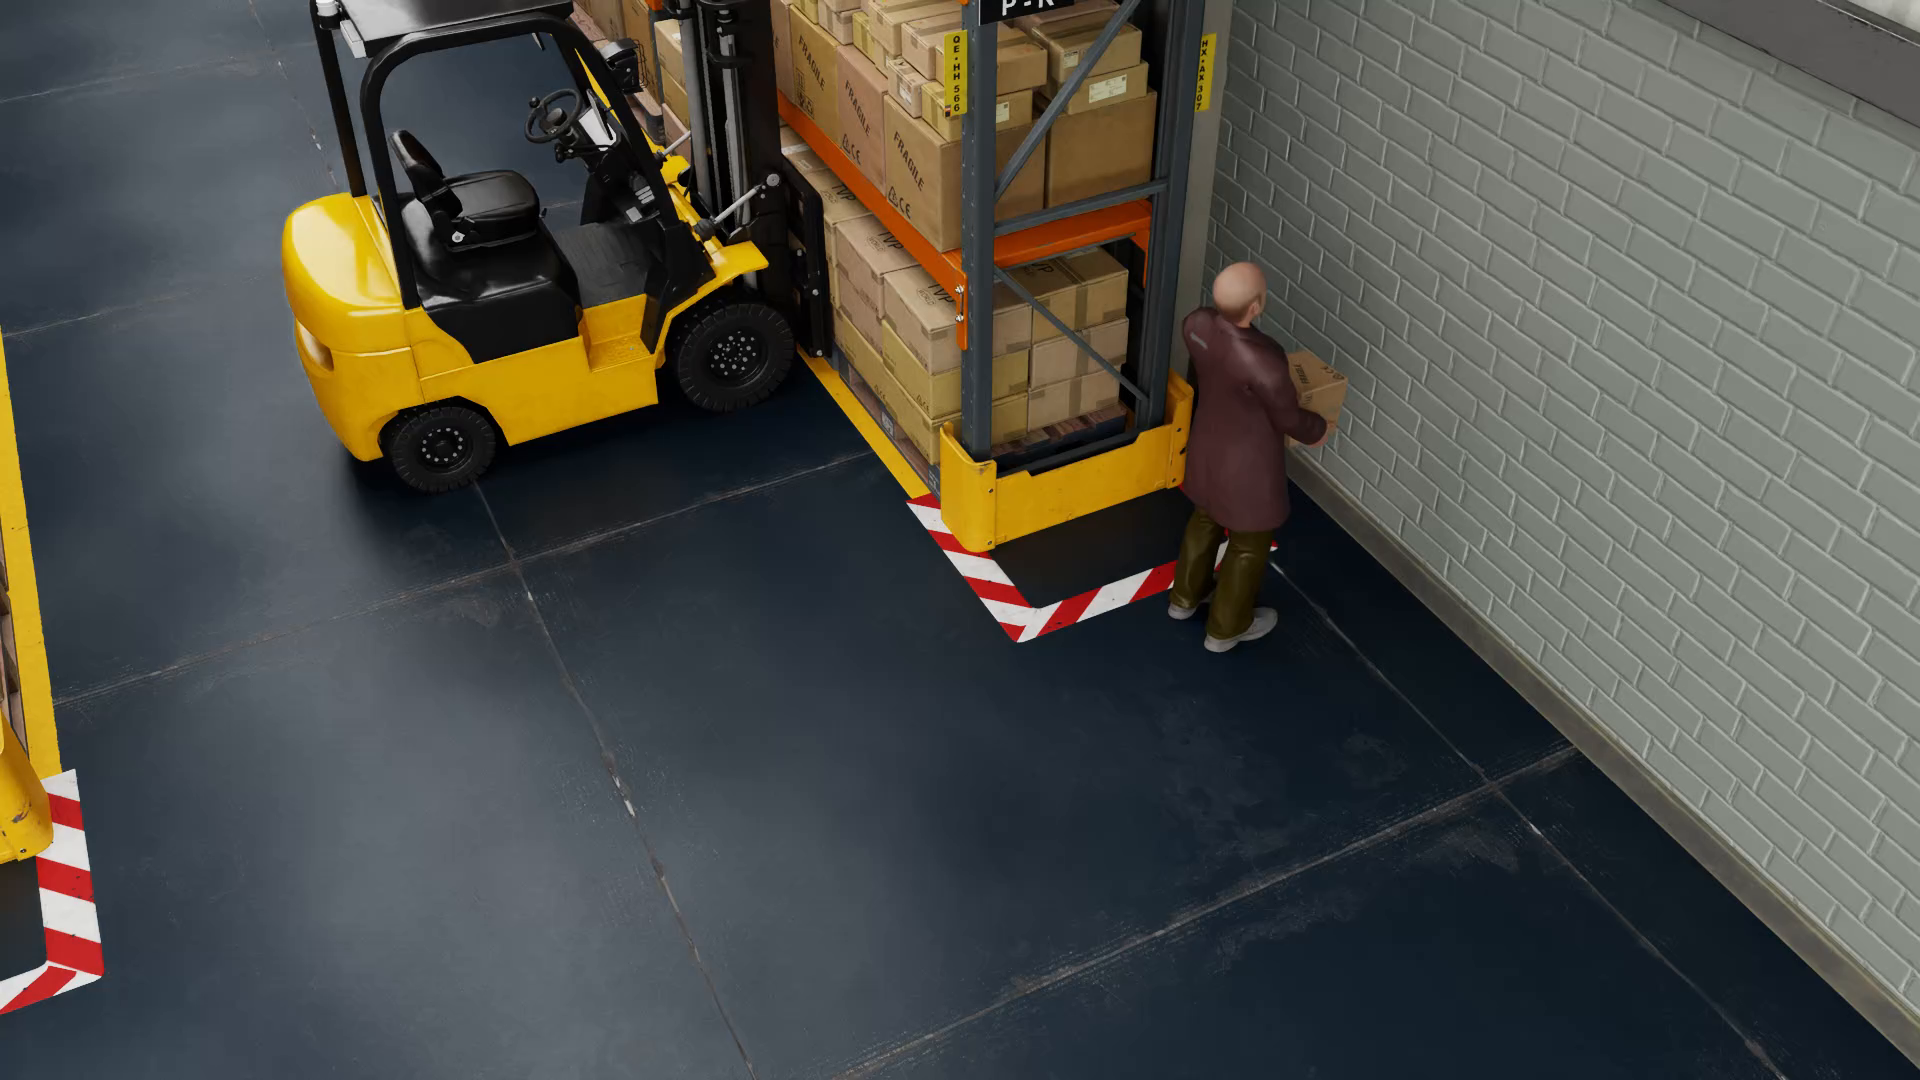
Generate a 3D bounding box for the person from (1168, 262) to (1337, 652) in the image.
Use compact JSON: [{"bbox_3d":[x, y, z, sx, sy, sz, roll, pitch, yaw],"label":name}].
[{"bbox_3d":[1.167,-0.365,6.598,0.562,1.770,0.534,-23,46,-25],"label":"person"}]
